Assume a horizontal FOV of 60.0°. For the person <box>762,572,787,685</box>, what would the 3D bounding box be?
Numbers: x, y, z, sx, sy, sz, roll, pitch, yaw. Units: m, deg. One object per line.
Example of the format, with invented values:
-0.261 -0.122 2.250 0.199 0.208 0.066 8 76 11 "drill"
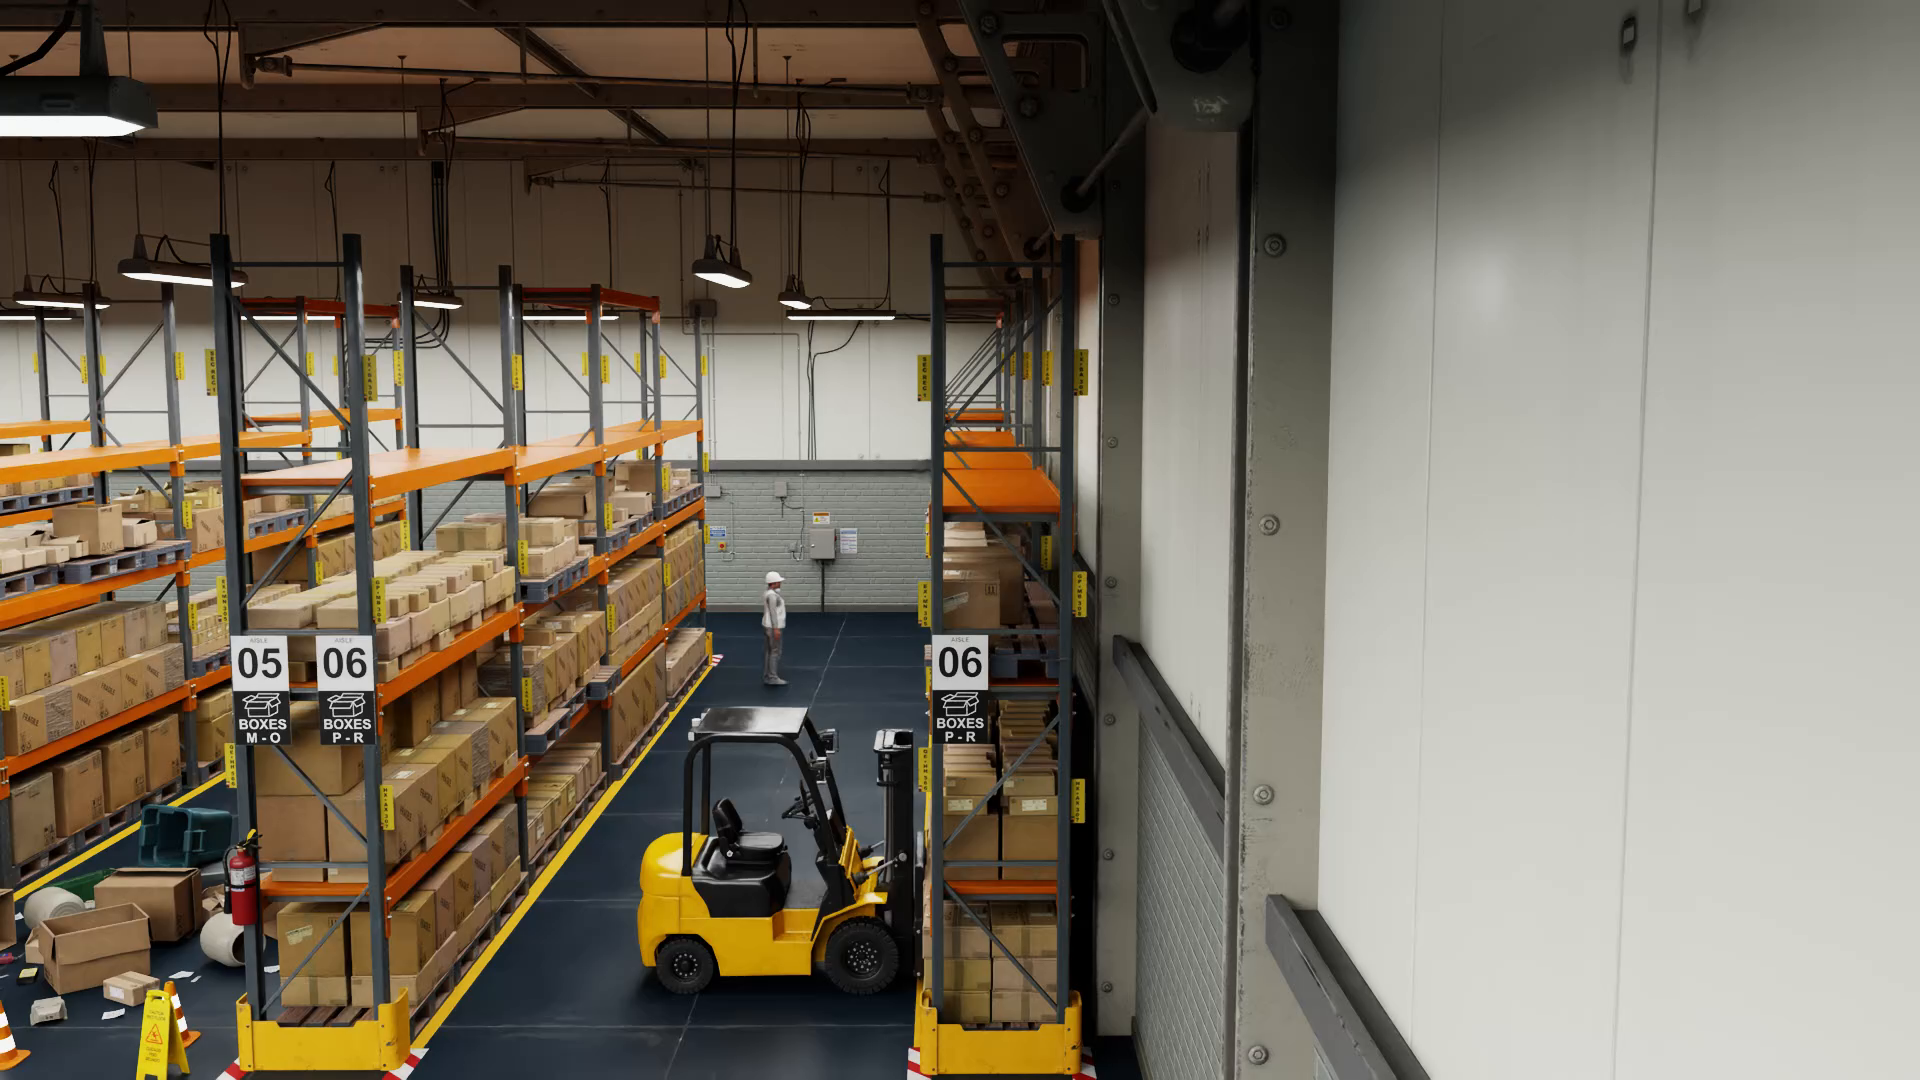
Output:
-2.932 1.383 26.226 0.362 1.776 0.603 -2 7 -20 "person"
